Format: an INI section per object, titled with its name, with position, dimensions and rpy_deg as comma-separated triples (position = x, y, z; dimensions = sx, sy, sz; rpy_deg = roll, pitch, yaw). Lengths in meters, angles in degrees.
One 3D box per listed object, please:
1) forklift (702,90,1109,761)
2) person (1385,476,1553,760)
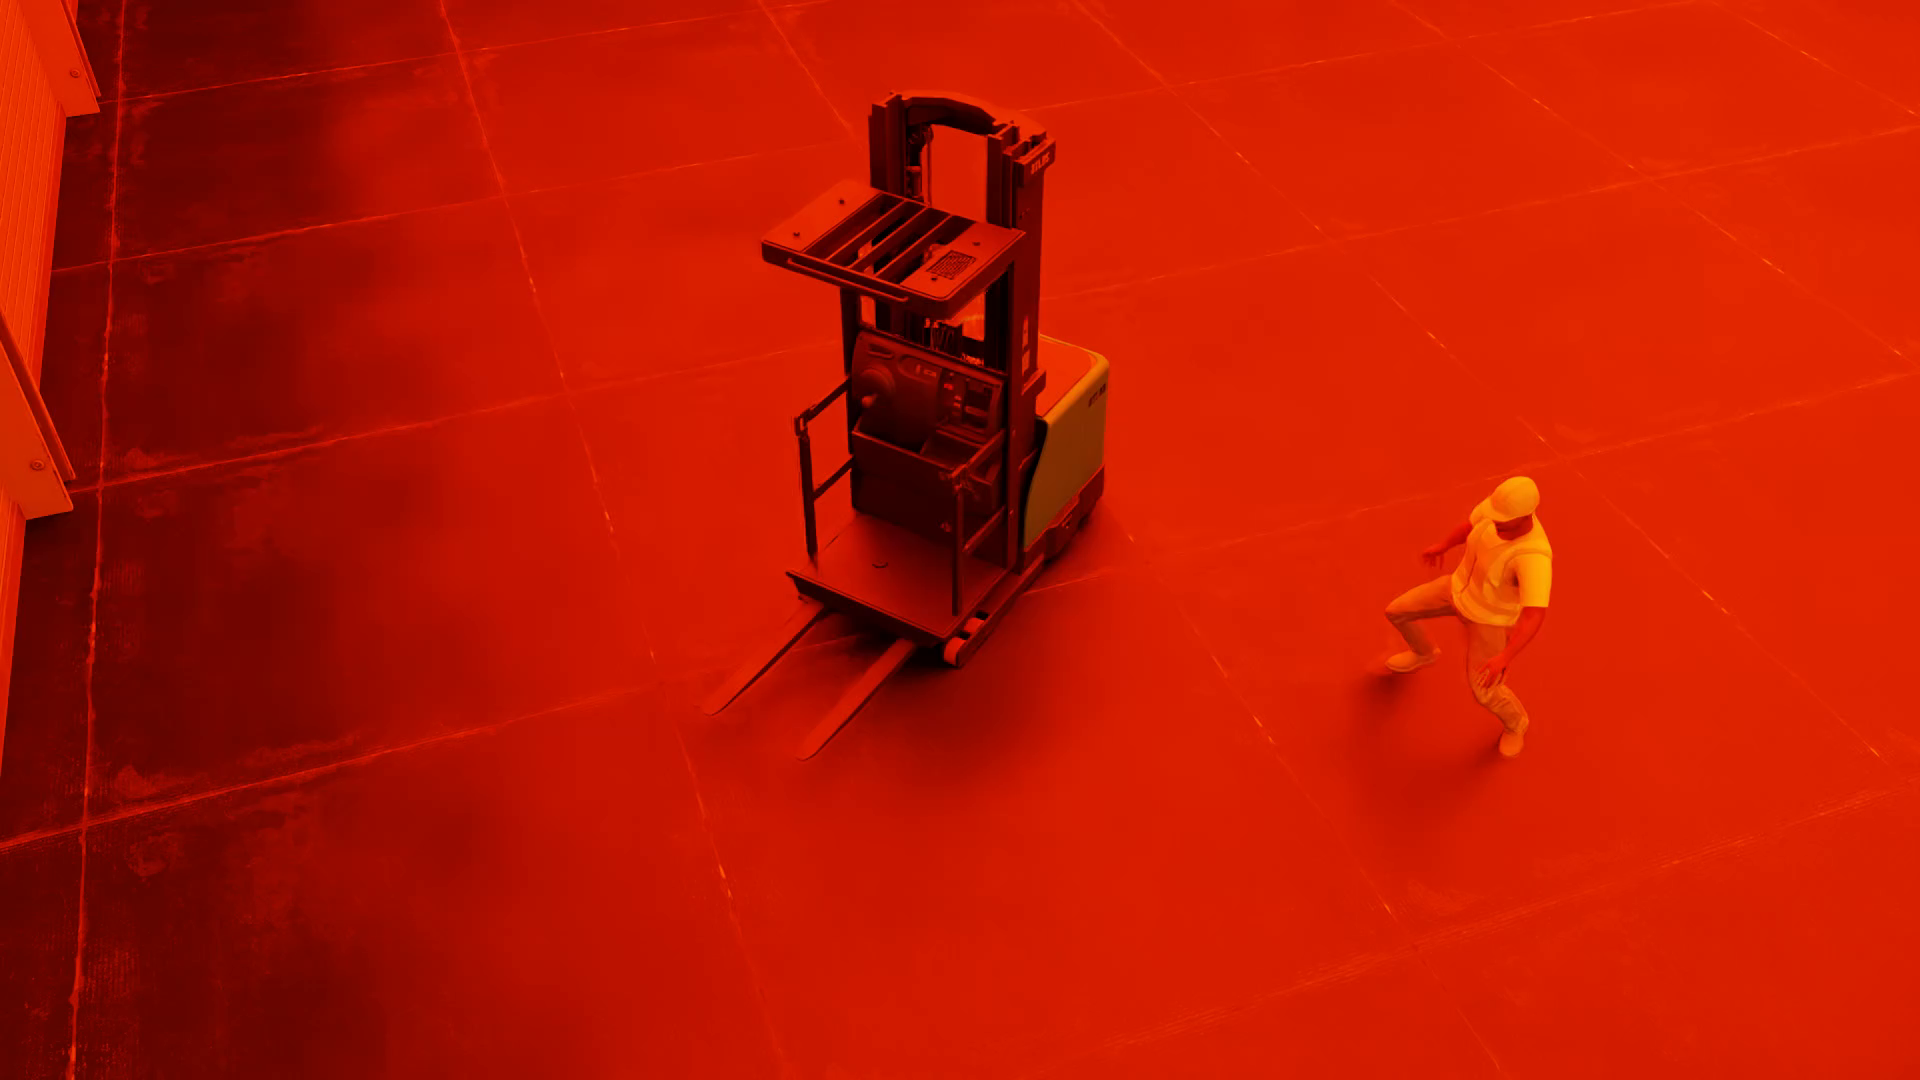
[forklift]
position = -0.296, -0.752, 8.892
dimensions = 1.130, 2.935, 3.031
rpy_deg = 22, 45, 24
[person]
position = 2.707, 0.324, 8.640
dimensions = 0.668, 1.638, 1.016
rpy_deg = -9, 41, -10
